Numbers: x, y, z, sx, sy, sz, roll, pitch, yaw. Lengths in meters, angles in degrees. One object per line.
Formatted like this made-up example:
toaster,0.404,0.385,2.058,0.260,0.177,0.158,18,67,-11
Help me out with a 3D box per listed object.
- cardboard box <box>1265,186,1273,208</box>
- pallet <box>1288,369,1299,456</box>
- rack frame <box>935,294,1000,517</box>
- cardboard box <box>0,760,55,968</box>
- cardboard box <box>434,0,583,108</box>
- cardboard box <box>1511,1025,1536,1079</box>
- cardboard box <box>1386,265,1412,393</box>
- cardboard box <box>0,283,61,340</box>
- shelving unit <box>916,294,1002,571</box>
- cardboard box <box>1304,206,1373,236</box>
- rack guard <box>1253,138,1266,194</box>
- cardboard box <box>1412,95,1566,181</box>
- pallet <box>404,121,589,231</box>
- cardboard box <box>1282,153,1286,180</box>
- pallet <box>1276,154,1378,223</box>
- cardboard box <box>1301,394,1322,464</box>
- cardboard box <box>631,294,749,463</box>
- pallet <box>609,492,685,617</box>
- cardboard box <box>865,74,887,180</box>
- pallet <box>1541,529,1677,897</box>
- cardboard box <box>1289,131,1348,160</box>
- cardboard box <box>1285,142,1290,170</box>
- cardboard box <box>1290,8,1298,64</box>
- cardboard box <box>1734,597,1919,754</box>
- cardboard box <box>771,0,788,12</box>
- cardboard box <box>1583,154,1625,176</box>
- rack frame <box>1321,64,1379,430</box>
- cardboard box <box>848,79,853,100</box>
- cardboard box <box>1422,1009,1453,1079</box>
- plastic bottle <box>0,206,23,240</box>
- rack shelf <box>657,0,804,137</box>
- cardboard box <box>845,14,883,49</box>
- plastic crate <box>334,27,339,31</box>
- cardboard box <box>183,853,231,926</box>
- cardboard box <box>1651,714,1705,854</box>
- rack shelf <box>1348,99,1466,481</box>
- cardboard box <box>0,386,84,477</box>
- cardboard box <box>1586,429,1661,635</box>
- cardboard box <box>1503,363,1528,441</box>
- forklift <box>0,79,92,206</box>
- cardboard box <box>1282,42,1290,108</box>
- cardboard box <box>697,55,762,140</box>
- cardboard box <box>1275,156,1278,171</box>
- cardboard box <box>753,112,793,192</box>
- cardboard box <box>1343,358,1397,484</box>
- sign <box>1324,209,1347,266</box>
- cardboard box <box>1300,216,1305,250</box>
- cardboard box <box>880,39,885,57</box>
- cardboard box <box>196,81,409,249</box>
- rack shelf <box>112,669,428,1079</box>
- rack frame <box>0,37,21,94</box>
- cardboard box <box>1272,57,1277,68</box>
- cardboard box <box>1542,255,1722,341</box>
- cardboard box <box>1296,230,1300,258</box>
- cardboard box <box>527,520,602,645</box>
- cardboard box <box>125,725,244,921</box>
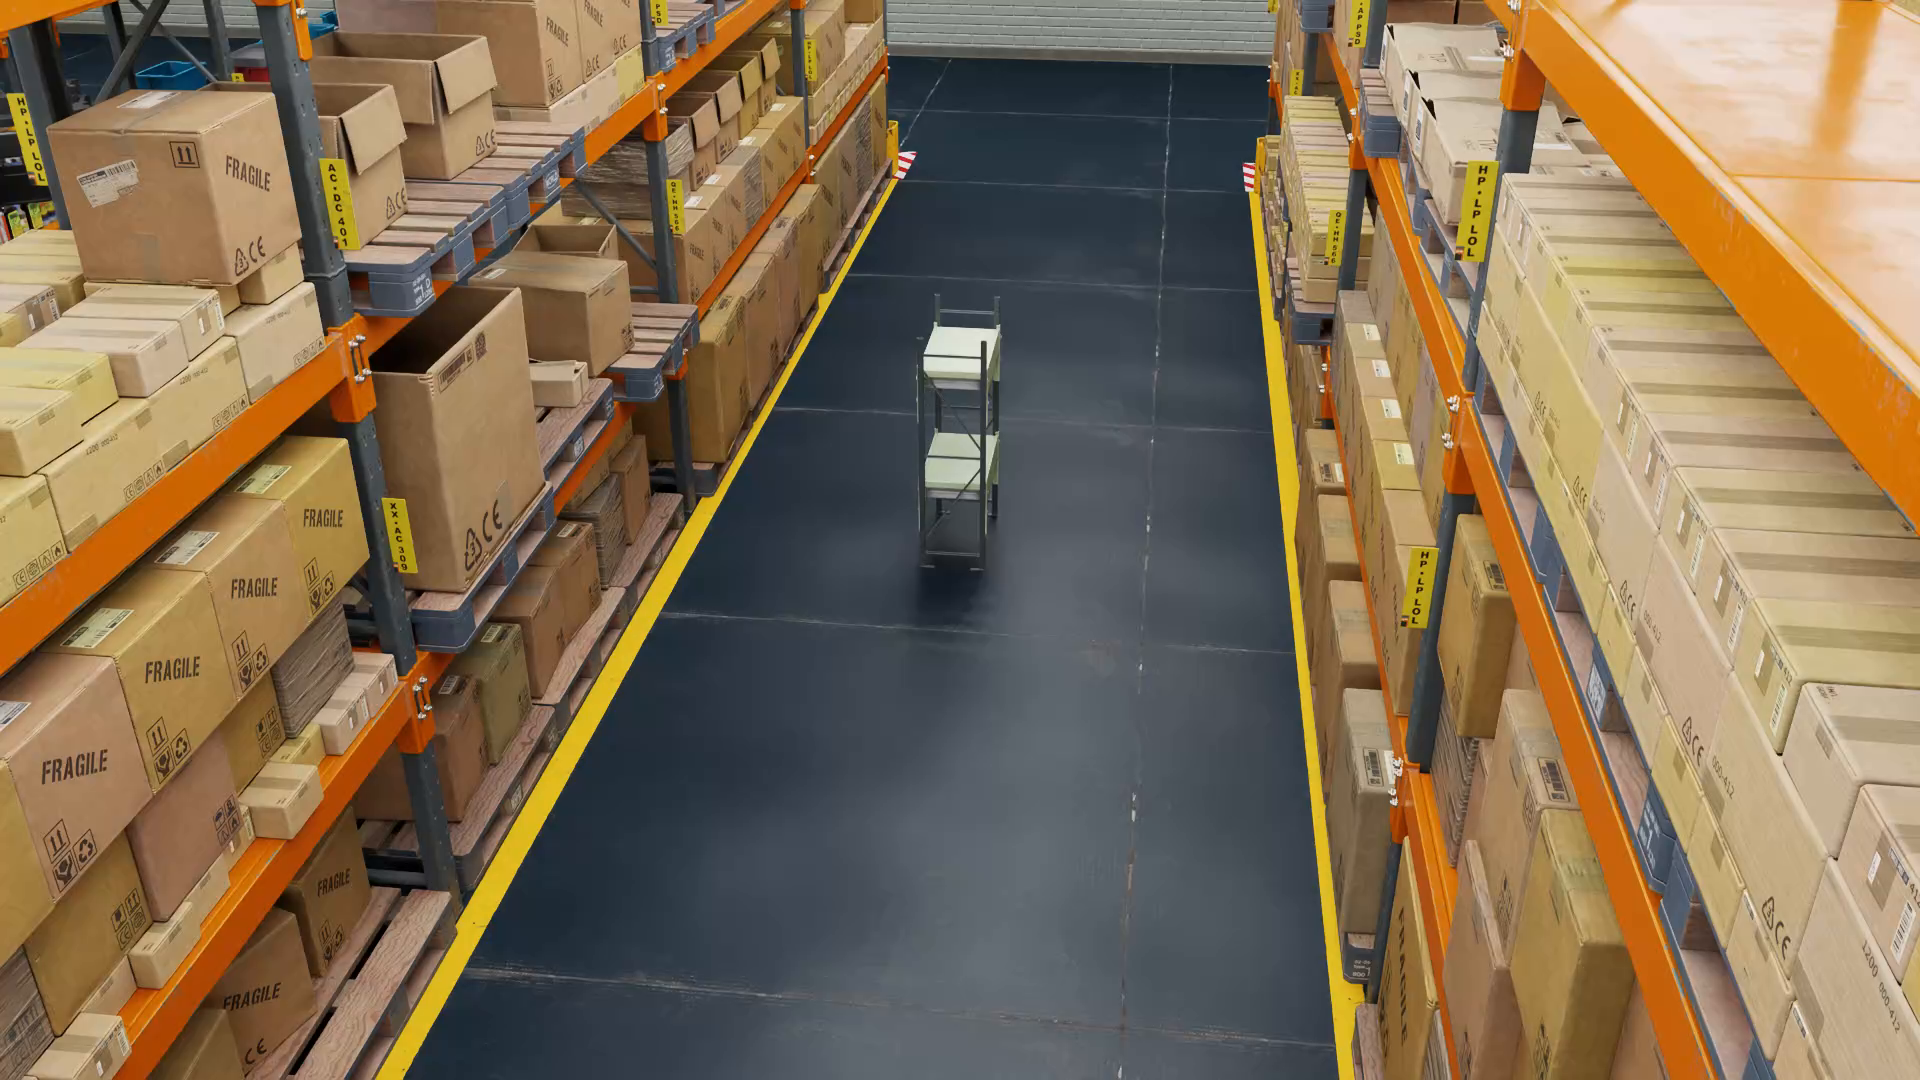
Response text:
cardboard box,3.153,-3.318,16.101,0.380,0.149,0.250,4,29,7
pallet,2.919,-0.922,12.031,1.003,0.211,1.213,3,28,6
rack frame,0.044,-0.829,10.500,0.400,1.500,0.023,3,28,6
cardboard box,-2.755,0.892,4.251,0.500,0.500,0.500,3,28,6
cardboard box,-2.179,-2.417,8.070,0.500,0.500,0.500,4,29,7
cardboard box,1.953,1.545,4.354,0.875,0.550,0.500,3,28,6
cardboard box,2.483,-1.003,8.082,0.700,0.500,0.500,3,28,5
cardboard box,-3.096,-0.701,5.256,0.380,0.149,0.250,4,29,7
shelving unit,-0.001,-0.657,10.181,0.431,1.500,0.755,3,28,6
cardboard box,2.308,-1.921,10.140,0.380,0.149,0.250,3,28,6
rack guard,3.640,-3.839,17.141,1.175,0.500,0.348,3,28,6
cardboard box,2.176,-1.675,6.871,0.500,0.311,0.500,2,28,4
pallet,-2.425,-1.673,7.520,1.213,0.211,1.003,3,28,6
cardboard box,2.592,-2.760,12.324,0.380,0.149,0.250,4,29,7
pallet,2.922,-2.657,12.513,1.003,0.211,1.213,3,28,6
cardboard box,2.491,-0.619,10.721,0.500,0.500,0.500,3,28,6
cardboard box,-2.136,-1.118,11.253,1.225,0.875,0.875,2,28,4
pallet,-2.338,0.050,10.226,1.003,0.211,1.213,3,28,6
cardboard box,-1.260,-4.255,17.074,0.875,0.875,0.875,3,28,6
pallet,1.917,0.349,3.662,1.003,0.211,1.213,3,28,6
cardboard box,2.529,-2.780,11.734,0.380,0.149,0.250,3,28,6
cardboard box,2.563,-2.773,12.035,0.380,0.149,0.250,2,28,4
cardboard box,3.007,-4.188,13.680,0.500,0.500,0.500,2,28,5
cardboard box,1.487,0.228,2.670,0.380,0.149,0.250,4,29,7
cardboard box,-1.706,-5.016,15.744,0.500,0.500,0.500,3,28,5
cardboard box,2.609,-1.410,6.551,0.380,0.149,0.250,3,28,6
rack frame,2.669,-1.209,9.624,1.000,3.000,0.127,3,28,6
cardboard box,-1.195,-4.171,15.387,0.380,0.149,0.250,3,28,5
cardboard box,1.926,2.140,5.204,0.875,0.875,0.875,4,29,7
plastic bottle,-6.664,-2.245,11.669,0.061,0.283,0.133,3,28,6
rack shelf,-1.996,-3.491,11.454,1.077,0.370,4.000,3,28,6
cardboard box,-1.057,-5.132,16.751,0.500,0.250,0.500,3,28,5
plastic crate,-6.655,-5.266,17.369,0.250,0.136,0.298,3,28,6
cardboard box,-2.668,1.152,5.506,0.380,0.149,0.250,3,28,6
cardboard box,1.518,0.462,3.076,0.380,0.149,0.250,3,28,5
rack shelf,2.424,-1.272,7.336,1.077,0.370,4.000,3,28,6
cardboard box,-2.640,-0.302,4.515,0.380,0.149,0.250,5,29,9
cardboard box,1.659,-0.014,3.538,0.500,0.250,0.500,4,29,7
cardboard box,1.736,-0.374,4.629,0.380,0.149,0.250,3,28,6
forklift,-5.245,-1.280,9.829,1.130,2.935,3.031,-11,30,-20
cardboard box,3.065,-3.990,14.366,0.500,0.500,0.500,3,28,6
cardboard box,-1.916,-3.290,12.324,0.797,0.503,0.637,4,29,7
cardboard box,3.228,-3.571,15.943,0.380,0.149,0.250,2,28,4
cardboard box,-1.604,-3.004,12.849,0.500,0.500,0.500,4,29,8
cardboard box,2.225,-0.581,8.352,0.500,0.500,0.500,3,28,6
sign,2.130,-1.711,9.419,0.100,0.325,0.005,3,28,6
cardboard box,2.339,-1.923,10.458,0.380,0.149,0.250,4,29,7
cardboard box,-0.977,-5.014,16.951,0.380,0.149,0.250,4,29,7
cardboard box,-2.575,-1.429,6.317,0.797,0.503,0.637,2,28,4
rack shelf,-2.976,1.596,5.176,1.077,0.370,4.000,3,28,6
rack frame,-11.092,-5.888,18.309,1.000,3.000,0.127,3,28,6
cardboard box,3.285,-4.731,16.426,0.380,0.149,0.250,3,28,6
cardboard box,1.705,-0.606,4.218,0.380,0.149,0.250,3,28,5
cardboard box,2.371,-1.898,10.724,0.380,0.149,0.250,3,28,6
cardboard box,-2.421,0.207,9.167,0.700,0.500,0.500,6,29,10
cardboard box,-2.905,0.845,5.391,0.875,0.500,0.500,3,28,6
